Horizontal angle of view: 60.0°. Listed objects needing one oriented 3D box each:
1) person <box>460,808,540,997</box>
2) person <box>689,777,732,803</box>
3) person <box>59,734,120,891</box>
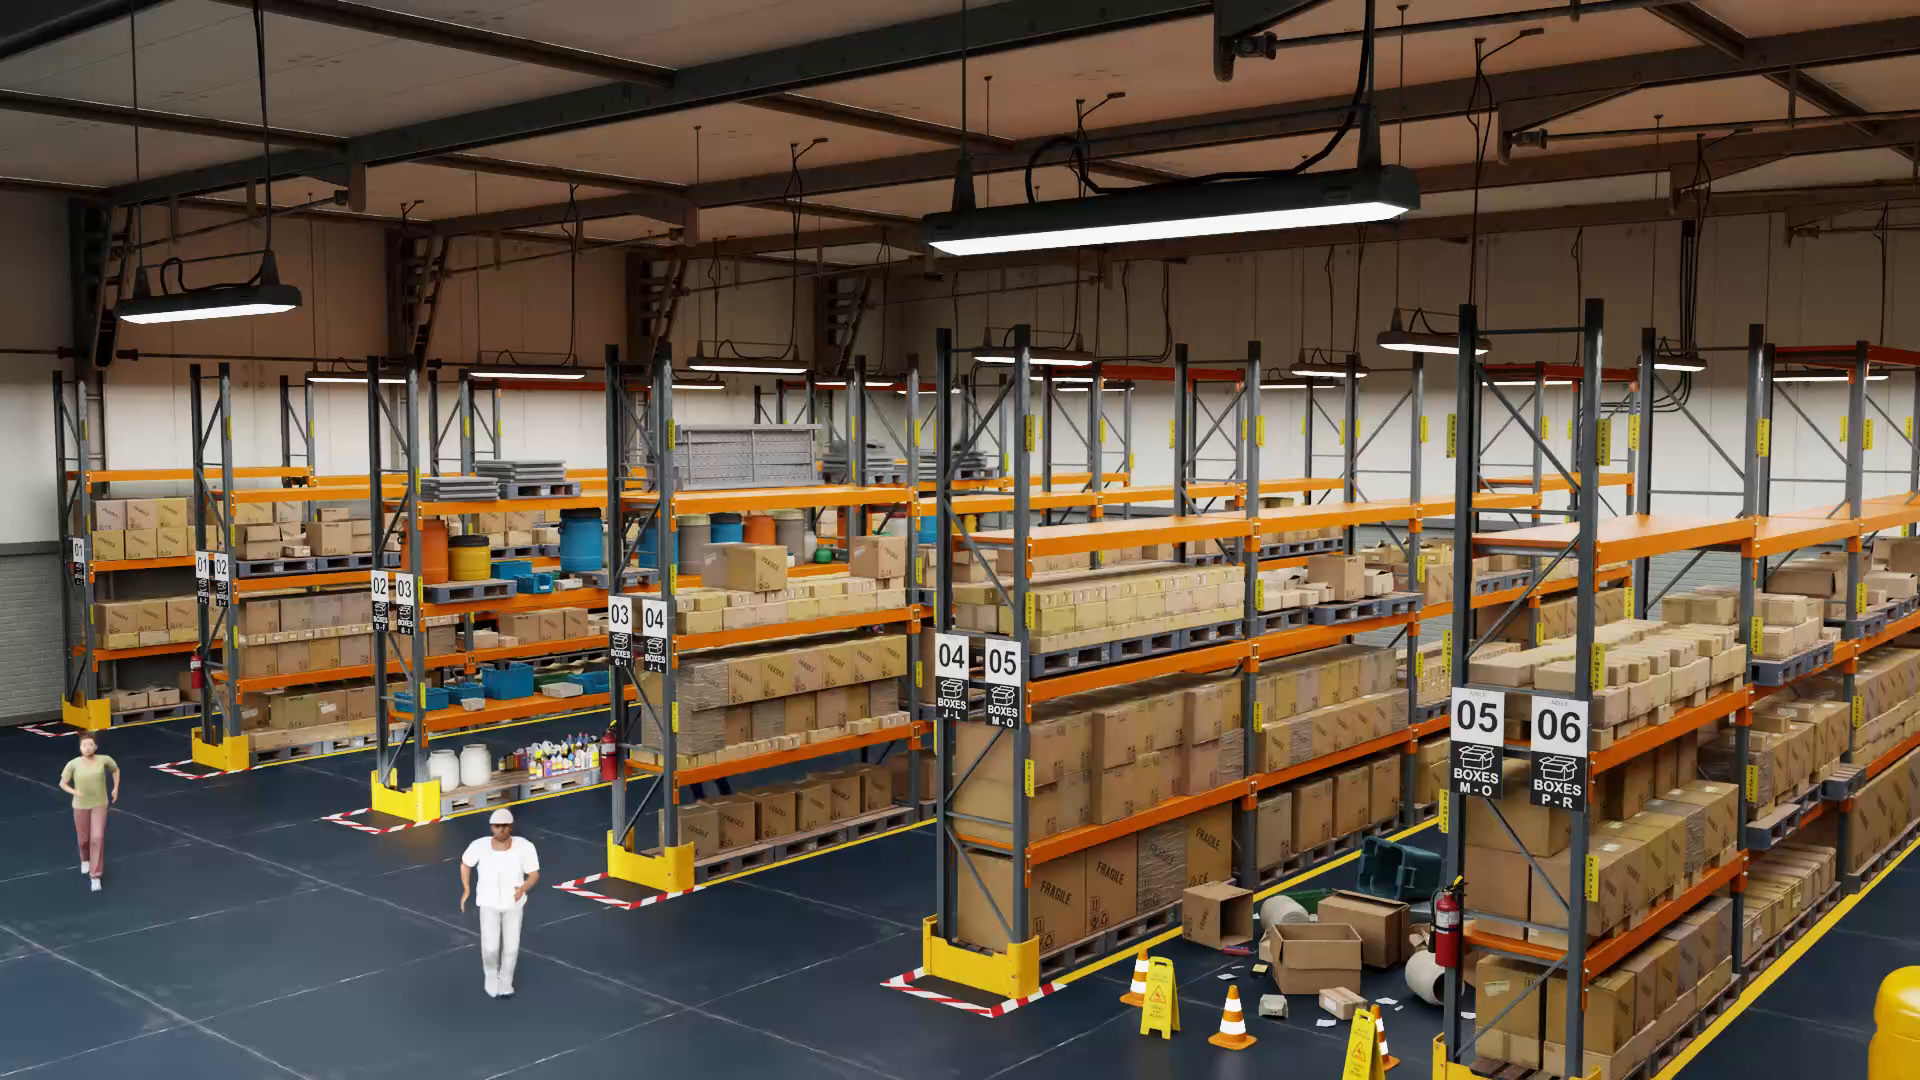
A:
[{"bbox_3d":[-4.065,3.224,14.710,0.680,1.716,0.720,-1,4,-16],"label":"person"},{"bbox_3d":[-3.265,2.789,21.695,0.576,1.697,0.720,2,5,26],"label":"person"},{"bbox_3d":[-9.697,2.991,18.555,0.598,1.688,0.848,-2,5,-26],"label":"person"}]
